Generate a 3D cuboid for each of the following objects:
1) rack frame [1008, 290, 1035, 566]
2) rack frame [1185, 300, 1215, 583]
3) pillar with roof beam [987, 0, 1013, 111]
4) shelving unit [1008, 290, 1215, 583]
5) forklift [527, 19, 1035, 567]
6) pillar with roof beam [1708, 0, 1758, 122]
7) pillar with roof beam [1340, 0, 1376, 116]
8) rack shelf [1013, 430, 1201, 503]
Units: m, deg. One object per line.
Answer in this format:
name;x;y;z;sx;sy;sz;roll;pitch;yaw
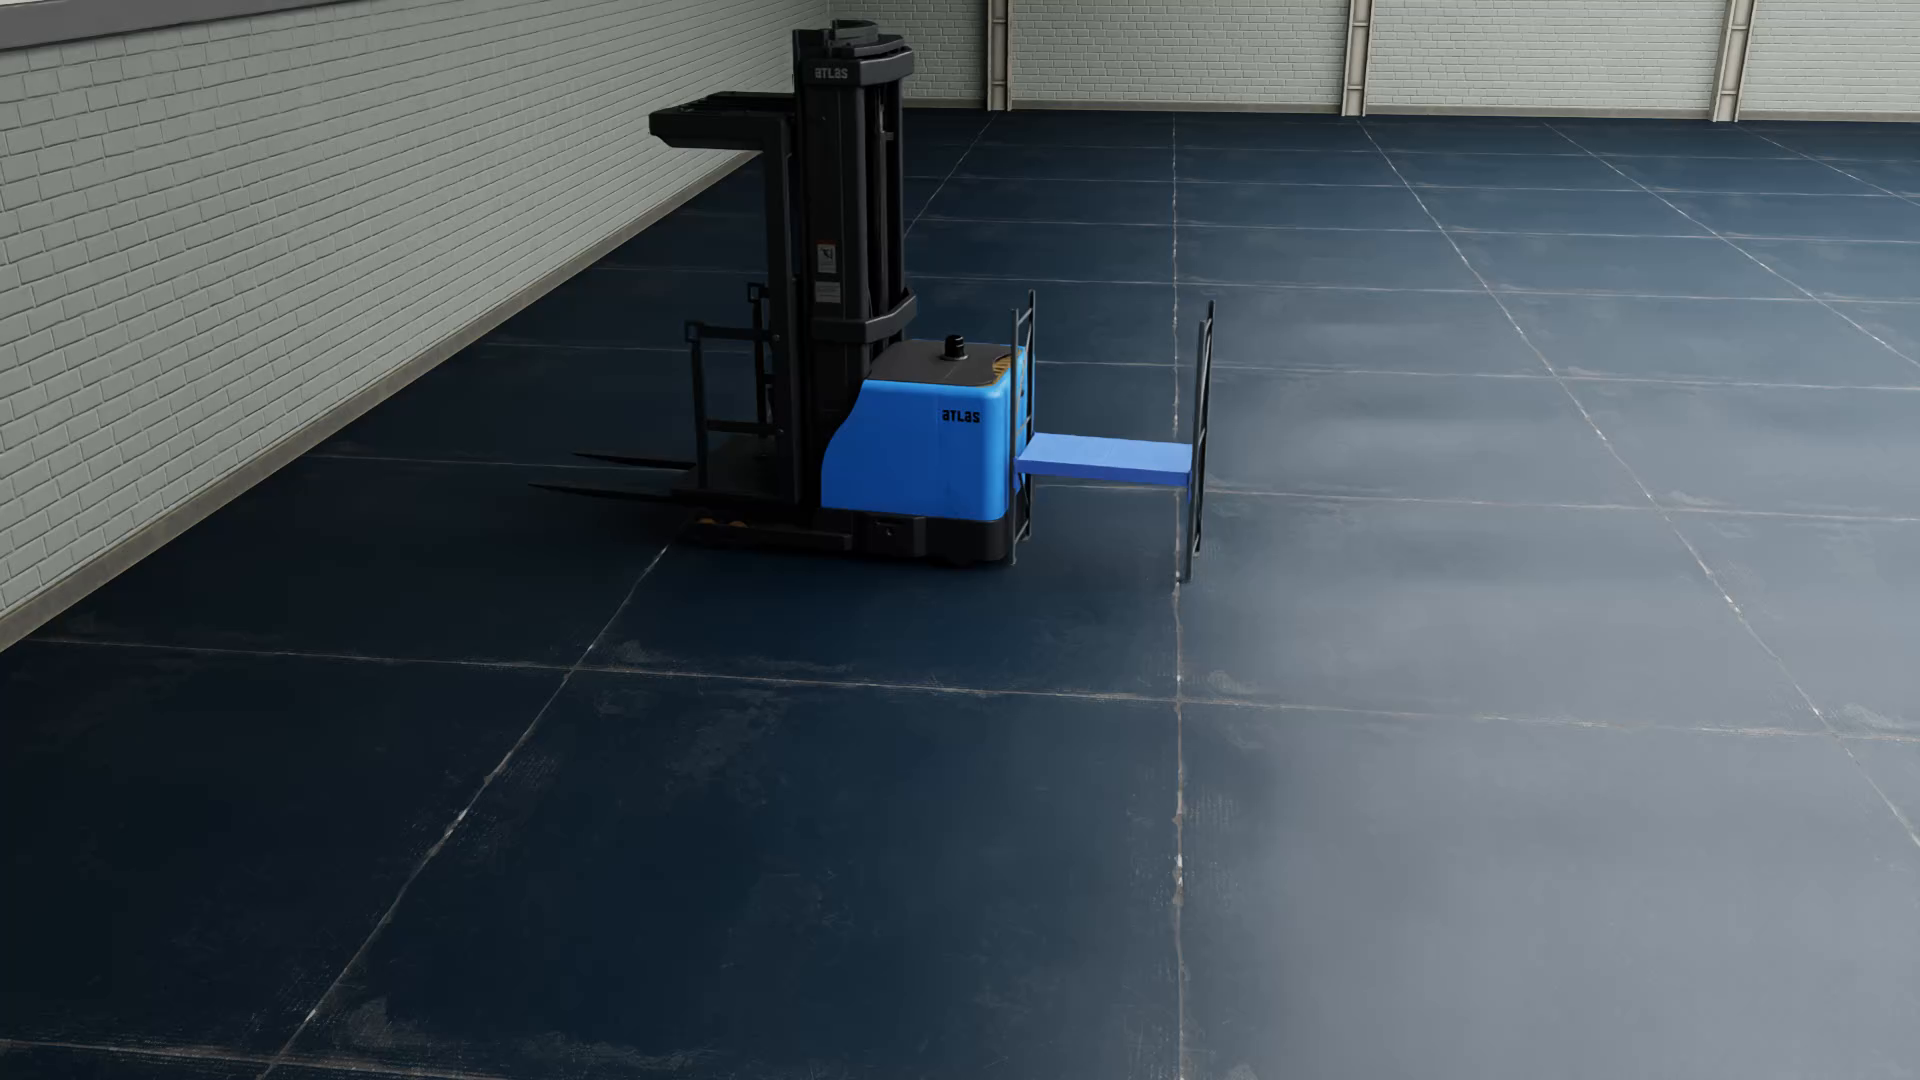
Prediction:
rack frame;0.352;-0.636;9.510;0.032;1.500;0.500;5;22;13
rack frame;1.339;-0.546;9.281;0.032;1.500;0.500;5;22;13
pillar with roof beam;0.177;-10.068;23.168;0.400;9.000;9.100;2;22;6
shelving unit;0.845;-0.591;9.395;1.048;1.500;0.538;5;22;13
forklift;-1.115;-1.487;9.714;3.031;2.935;1.130;5;22;13
pillar with roof beam;12.093;-9.549;21.854;0.400;9.000;9.100;2;22;6
pillar with roof beam;6.135;-9.809;22.511;0.400;9.000;9.100;2;22;6
rack shelf;0.845;-0.424;9.461;1.000;0.185;0.538;5;22;13
